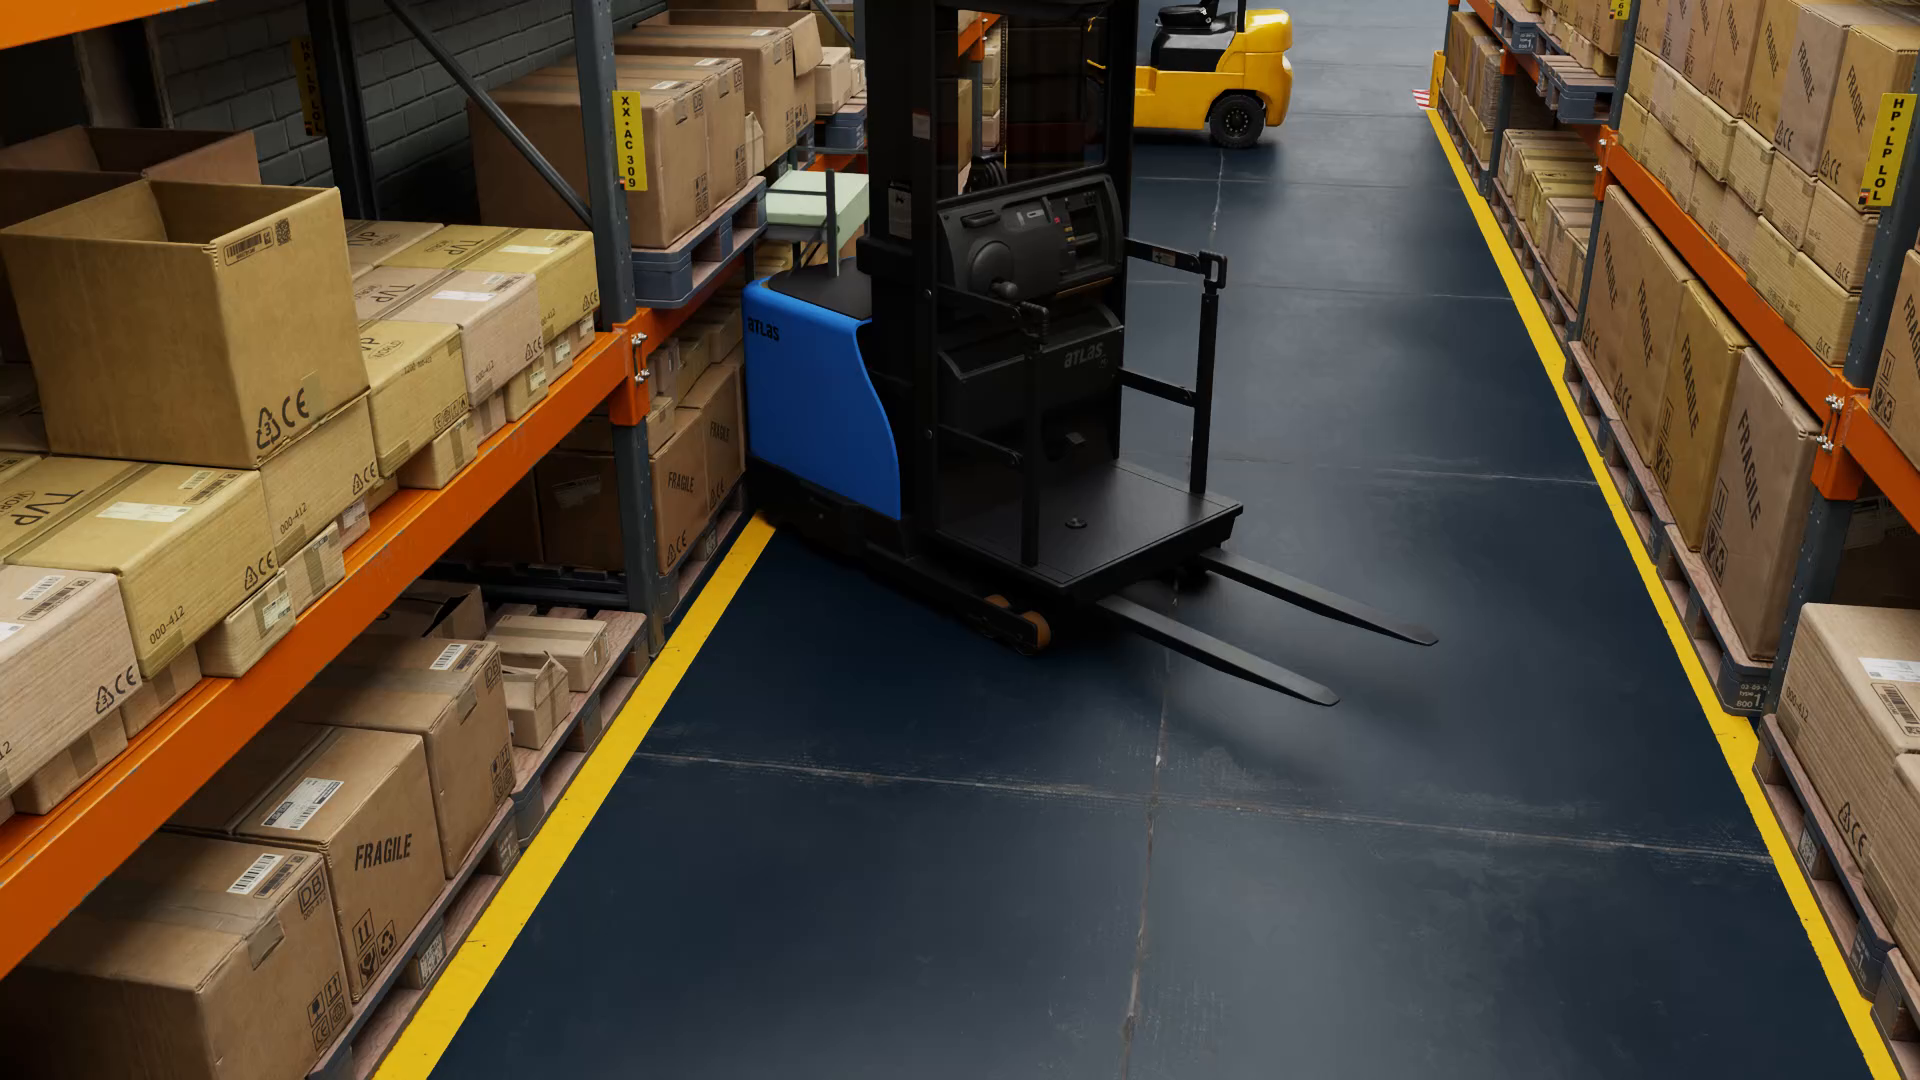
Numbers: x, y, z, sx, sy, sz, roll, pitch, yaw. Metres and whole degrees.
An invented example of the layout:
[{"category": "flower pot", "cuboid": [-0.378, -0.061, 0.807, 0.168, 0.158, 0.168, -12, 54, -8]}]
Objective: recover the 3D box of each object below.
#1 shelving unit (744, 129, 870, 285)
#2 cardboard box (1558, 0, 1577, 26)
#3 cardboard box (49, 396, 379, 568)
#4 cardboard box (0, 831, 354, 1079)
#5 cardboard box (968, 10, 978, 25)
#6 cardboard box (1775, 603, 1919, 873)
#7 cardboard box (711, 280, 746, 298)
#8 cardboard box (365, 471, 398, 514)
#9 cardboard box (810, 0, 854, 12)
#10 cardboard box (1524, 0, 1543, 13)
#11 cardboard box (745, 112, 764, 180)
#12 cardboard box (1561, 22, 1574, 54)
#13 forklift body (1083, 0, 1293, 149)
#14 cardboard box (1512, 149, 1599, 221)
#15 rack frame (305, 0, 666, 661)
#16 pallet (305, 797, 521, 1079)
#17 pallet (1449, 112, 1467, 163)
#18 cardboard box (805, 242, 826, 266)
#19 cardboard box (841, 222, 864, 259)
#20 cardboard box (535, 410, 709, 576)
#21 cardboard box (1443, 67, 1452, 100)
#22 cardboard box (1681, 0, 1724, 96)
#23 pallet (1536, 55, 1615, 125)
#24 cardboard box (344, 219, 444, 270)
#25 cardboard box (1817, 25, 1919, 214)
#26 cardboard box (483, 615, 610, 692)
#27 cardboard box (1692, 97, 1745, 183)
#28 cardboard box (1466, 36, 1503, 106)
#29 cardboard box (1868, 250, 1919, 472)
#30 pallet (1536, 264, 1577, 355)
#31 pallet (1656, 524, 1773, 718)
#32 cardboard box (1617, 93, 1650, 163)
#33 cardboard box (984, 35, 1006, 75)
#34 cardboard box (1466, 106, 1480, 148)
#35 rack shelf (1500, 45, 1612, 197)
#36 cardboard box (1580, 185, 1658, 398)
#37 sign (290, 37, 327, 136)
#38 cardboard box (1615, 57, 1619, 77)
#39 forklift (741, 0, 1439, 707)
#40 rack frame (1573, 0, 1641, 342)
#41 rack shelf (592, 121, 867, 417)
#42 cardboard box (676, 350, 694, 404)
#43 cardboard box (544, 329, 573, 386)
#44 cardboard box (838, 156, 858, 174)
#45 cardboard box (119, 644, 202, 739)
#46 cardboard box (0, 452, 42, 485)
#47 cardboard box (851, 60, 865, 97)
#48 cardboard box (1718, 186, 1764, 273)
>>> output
[{"category": "shelving unit", "cuboid": [-0.653, -1.030, 7.514, 0.431, 1.500, 0.755, 5, 27, 9]}, {"category": "cardboard box", "cuboid": [3.872, -3.303, 9.804, 0.500, 0.500, 0.500, 2, 25, 5]}, {"category": "cardboard box", "cuboid": [-1.724, -0.168, 3.897, 0.500, 0.250, 0.500, 3, 25, 7]}, {"category": "cardboard box", "cuboid": [-1.917, 1.046, 3.930, 0.700, 0.500, 0.500, 5, 26, 11]}, {"category": "cardboard box", "cuboid": [-0.151, -4.014, 12.463, 0.500, 0.250, 0.500, 5, 25, 10]}, {"category": "cardboard box", "cuboid": [3.054, 0.603, 4.950, 0.875, 0.438, 0.875, 4, 25, 8]}, {"category": "cardboard box", "cuboid": [-1.147, -1.113, 7.778, 0.380, 0.149, 0.250, 4, 25, 9]}, {"category": "cardboard box", "cuboid": [-1.713, -0.162, 4.355, 0.380, 0.149, 0.250, 4, 25, 9]}, {"category": "cardboard box", "cuboid": [-0.638, -3.089, 9.429, 0.380, 0.149, 0.250, 5, 26, 10]}, {"category": "cardboard box", "cuboid": [4.119, -3.731, 11.485, 0.380, 0.149, 0.250, 5, 25, 10]}, {"category": "cardboard box", "cuboid": [-1.029, -1.648, 6.896, 0.396, 0.266, 0.258, 5, 26, 11]}, {"category": "cardboard box", "cuboid": [3.788, -2.971, 9.861, 0.380, 0.149, 0.250, 4, 25, 9]}, {"category": "forklift body", "cuboid": [1.816, -4.680, 14.710, 2.313, 2.155, 1.214, 4, 25, 9]}, {"category": "cardboard box", "cuboid": [4.373, -2.448, 11.545, 0.950, 0.372, 0.625, 6, 26, 12]}, {"category": "rack frame", "cuboid": [-1.635, -0.965, 5.772, 1.000, 3.000, 0.127, 4, 25, 9]}, {"category": "pallet", "cuboid": [-1.945, 1.097, 4.657, 1.003, 0.211, 1.213, 4, 25, 9]}, {"category": "pallet", "cuboid": [4.842, -3.500, 14.479, 1.003, 0.211, 1.213, 4, 25, 9]}, {"category": "cardboard box", "cuboid": [-0.912, -1.542, 8.694, 0.380, 0.149, 0.250, 3, 25, 7]}, {"category": "cardboard box", "cuboid": [-0.838, -1.504, 9.378, 0.500, 0.500, 0.500, 5, 26, 10]}, {"category": "cardboard box", "cuboid": [-1.334, -0.209, 6.612, 0.500, 0.500, 0.500, 5, 26, 11]}, {"category": "cardboard box", "cuboid": [4.819, -4.268, 15.577, 0.500, 0.250, 0.500, 4, 25, 8]}, {"category": "cardboard box", "cuboid": [3.423, -2.181, 7.073, 0.500, 0.500, 0.500, 5, 25, 10]}, {"category": "pallet", "cuboid": [3.928, -2.514, 9.308, 1.213, 0.211, 1.003, 4, 25, 9]}, {"category": "cardboard box", "cuboid": [-1.982, -0.843, 5.339, 0.500, 0.250, 0.500, 4, 25, 8]}, {"category": "cardboard box", "cuboid": [3.088, -1.325, 5.244, 0.500, 0.500, 0.500, 5, 26, 10]}, {"category": "cardboard box", "cuboid": [-1.436, 0.390, 5.747, 0.380, 0.149, 0.250, 3, 25, 7]}, {"category": "cardboard box", "cuboid": [3.315, -1.624, 6.768, 0.500, 0.250, 0.500, 4, 25, 9]}, {"category": "cardboard box", "cuboid": [4.566, -3.945, 14.003, 0.500, 0.500, 0.500, 5, 26, 11]}, {"category": "cardboard box", "cuboid": [2.928, -0.489, 4.639, 0.500, 0.500, 0.500, 5, 26, 10]}, {"category": "pallet", "cuboid": [4.046, -1.359, 9.904, 1.003, 0.211, 1.213, 4, 25, 9]}, {"category": "pallet", "cuboid": [3.315, 0.313, 6.333, 1.003, 0.211, 1.213, 4, 25, 9]}, {"category": "cardboard box", "cuboid": [3.588, -2.040, 8.247, 0.500, 0.250, 0.500, 4, 25, 8]}, {"category": "cardboard box", "cuboid": [0.155, -4.102, 14.044, 0.500, 0.250, 0.500, 4, 25, 9]}, {"category": "cardboard box", "cuboid": [4.479, -3.402, 13.728, 0.500, 0.250, 0.500, 3, 25, 7]}, {"category": "rack shelf", "cuboid": [4.244, -2.806, 10.555, 1.077, 0.370, 4.000, 4, 25, 9]}, {"category": "cardboard box", "cuboid": [3.722, -1.240, 8.372, 0.875, 0.875, 0.875, 4, 25, 8]}, {"category": "sign", "cuboid": [-2.183, -1.526, 5.606, 0.100, 0.325, 0.005, 4, 25, 9]}, {"category": "cardboard box", "cuboid": [3.738, -2.525, 8.907, 0.380, 0.149, 0.250, 5, 26, 10]}, {"category": "forklift", "cuboid": [0.433, -1.135, 6.217, 1.130, 2.935, 3.031, -22, 33, -39]}, {"category": "rack frame", "cuboid": [3.917, -2.295, 8.615, 1.000, 3.000, 0.127, 4, 25, 9]}, {"category": "rack shelf", "cuboid": [-1.308, -1.475, 7.712, 1.077, 0.370, 4.000, 4, 25, 9]}, {"category": "cardboard box", "cuboid": [-1.314, -0.677, 6.847, 0.380, 0.149, 0.250, 3, 25, 6]}, {"category": "cardboard box", "cuboid": [-1.459, -0.590, 5.268, 0.380, 0.149, 0.250, 5, 25, 10]}, {"category": "cardboard box", "cuboid": [-0.865, -2.012, 10.316, 0.875, 0.625, 0.625, 5, 26, 10]}, {"category": "cardboard box", "cuboid": [-1.820, 0.269, 3.434, 0.380, 0.149, 0.250, 4, 25, 9]}, {"category": "cardboard box", "cuboid": [-2.304, 0.008, 3.520, 0.500, 0.250, 0.500, 5, 26, 10]}, {"category": "cardboard box", "cuboid": [-0.710, -2.413, 8.667, 0.380, 0.149, 0.250, 4, 25, 9]}, {"category": "cardboard box", "cuboid": [3.273, -1.182, 6.414, 0.500, 0.250, 0.500, 3, 25, 7]}]
